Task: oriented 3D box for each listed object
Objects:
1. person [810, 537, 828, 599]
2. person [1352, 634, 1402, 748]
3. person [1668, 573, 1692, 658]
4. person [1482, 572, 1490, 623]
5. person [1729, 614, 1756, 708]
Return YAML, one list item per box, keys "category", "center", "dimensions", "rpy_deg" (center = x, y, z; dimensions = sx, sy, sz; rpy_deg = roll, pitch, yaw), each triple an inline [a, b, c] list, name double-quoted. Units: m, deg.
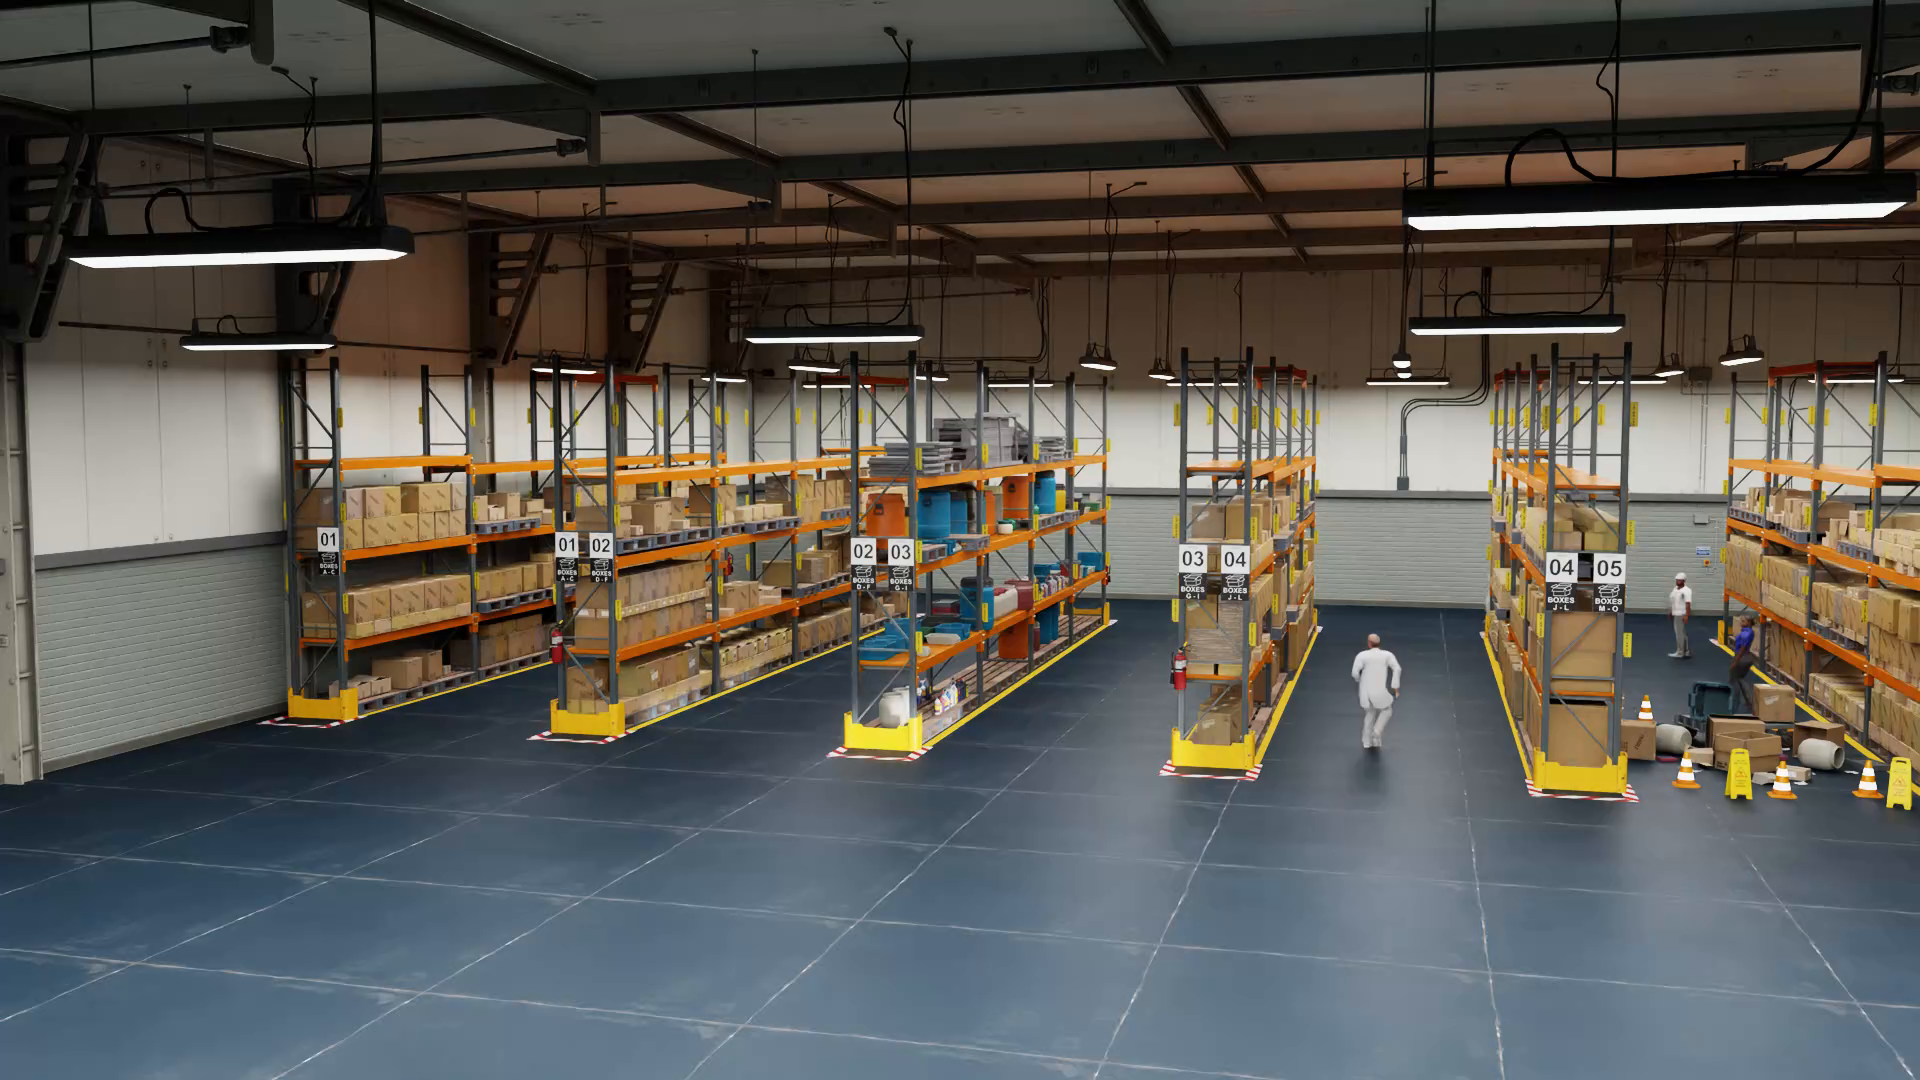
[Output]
- category: "person"
  center: [-3.909, 0.751, 45.870]
  dimensions: [0.558, 1.734, 0.752]
  rpy_deg: [-3, 5, -38]
- category: "person"
  center: [6.353, 2.299, 25.310]
  dimensions: [0.752, 1.744, 0.561]
  rpy_deg: [3, 5, 40]
- category: "person"
  center: [15.074, 1.569, 34.831]
  dimensions: [0.422, 1.770, 0.604]
  rpy_deg: [1, 4, 18]
- category: "person"
  center: [13.085, 1.218, 40.483]
  dimensions: [0.494, 1.615, 0.952]
  rpy_deg: [4, 6, 42]
- category: "person"
  center: [13.429, 2.112, 28.655]
  dimensions: [0.513, 1.686, 0.475]
  rpy_deg: [-3, 5, -36]
